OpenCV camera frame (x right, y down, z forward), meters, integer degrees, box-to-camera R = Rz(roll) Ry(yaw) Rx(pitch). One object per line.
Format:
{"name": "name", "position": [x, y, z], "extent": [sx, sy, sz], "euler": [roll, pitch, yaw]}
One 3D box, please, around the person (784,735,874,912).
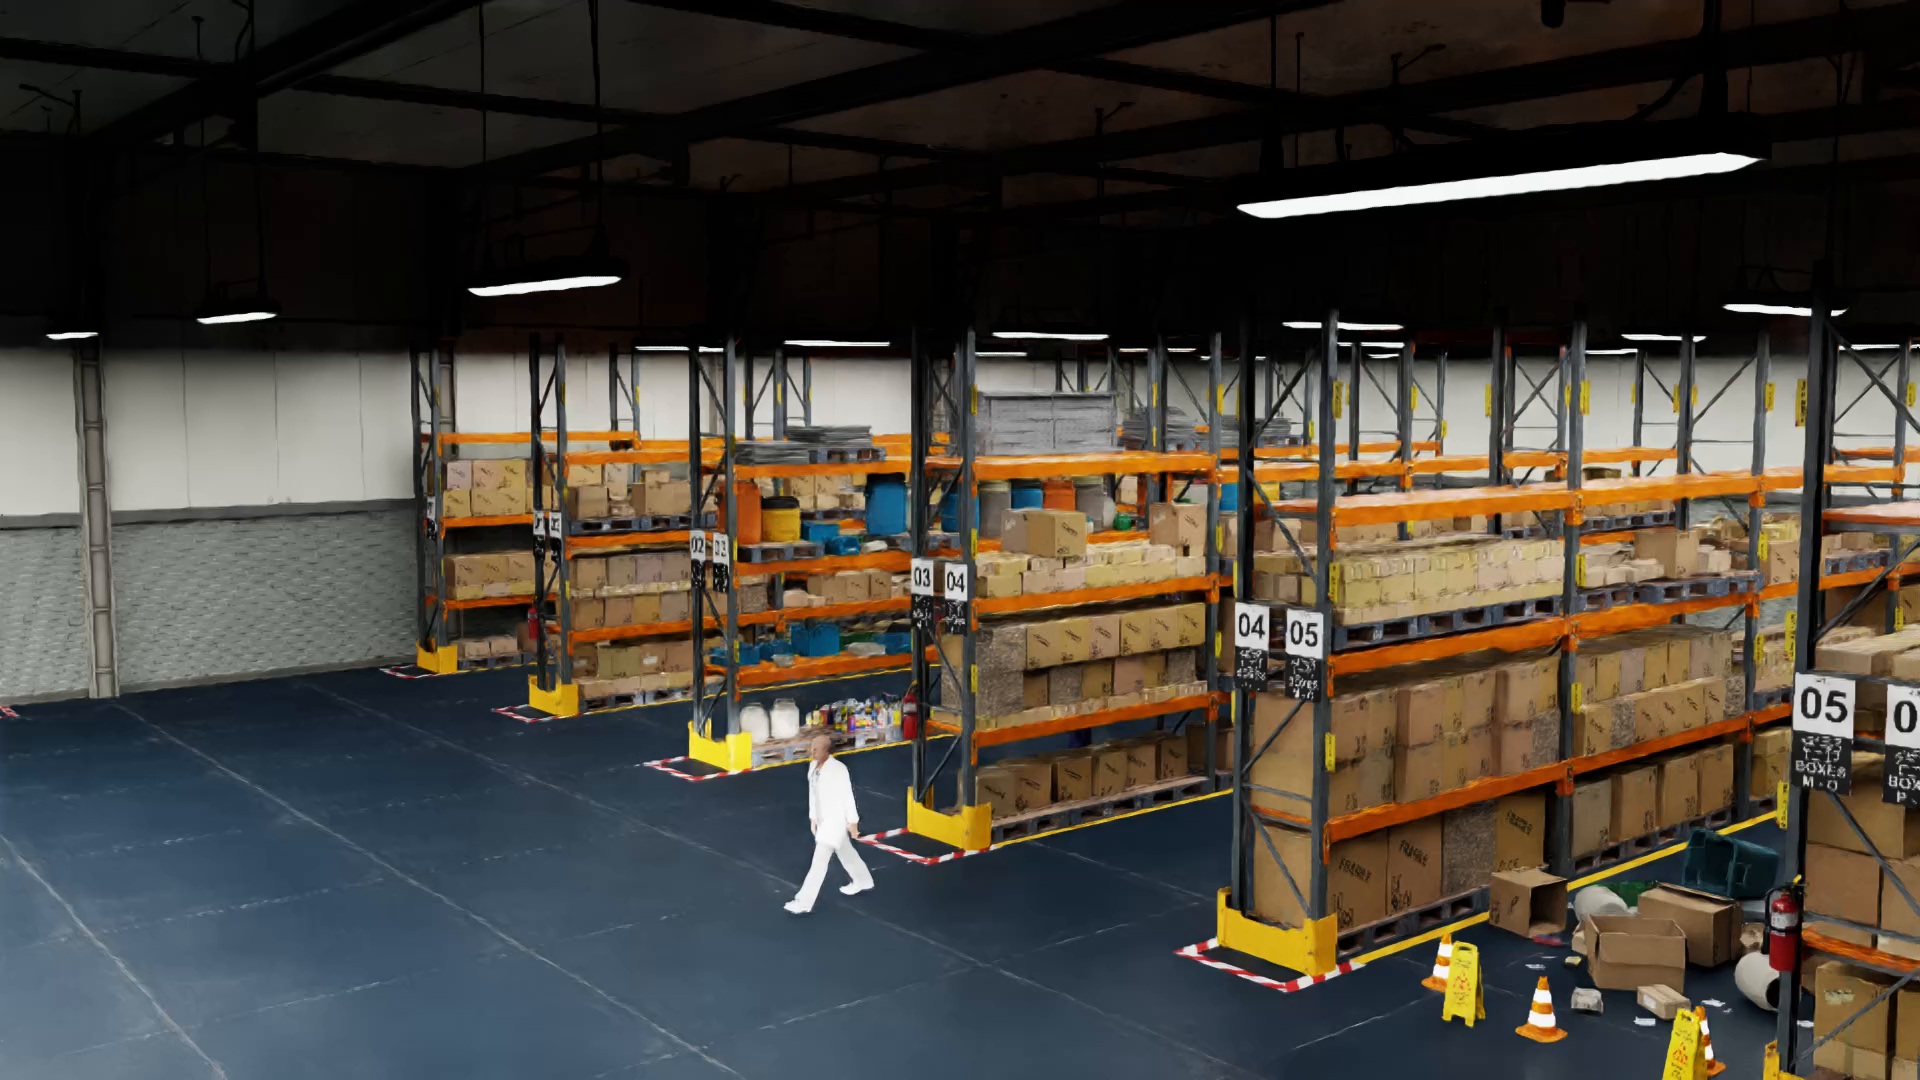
{"name": "person", "position": [-1.330, 2.771, 16.539], "extent": [1.194, 1.698, 0.598], "euler": [-4, 7, -37]}

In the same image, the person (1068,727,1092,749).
{"name": "person", "position": [1.605, 2.273, 22.315], "extent": [0.699, 1.639, 0.600], "euler": [-3, 6, -27]}
